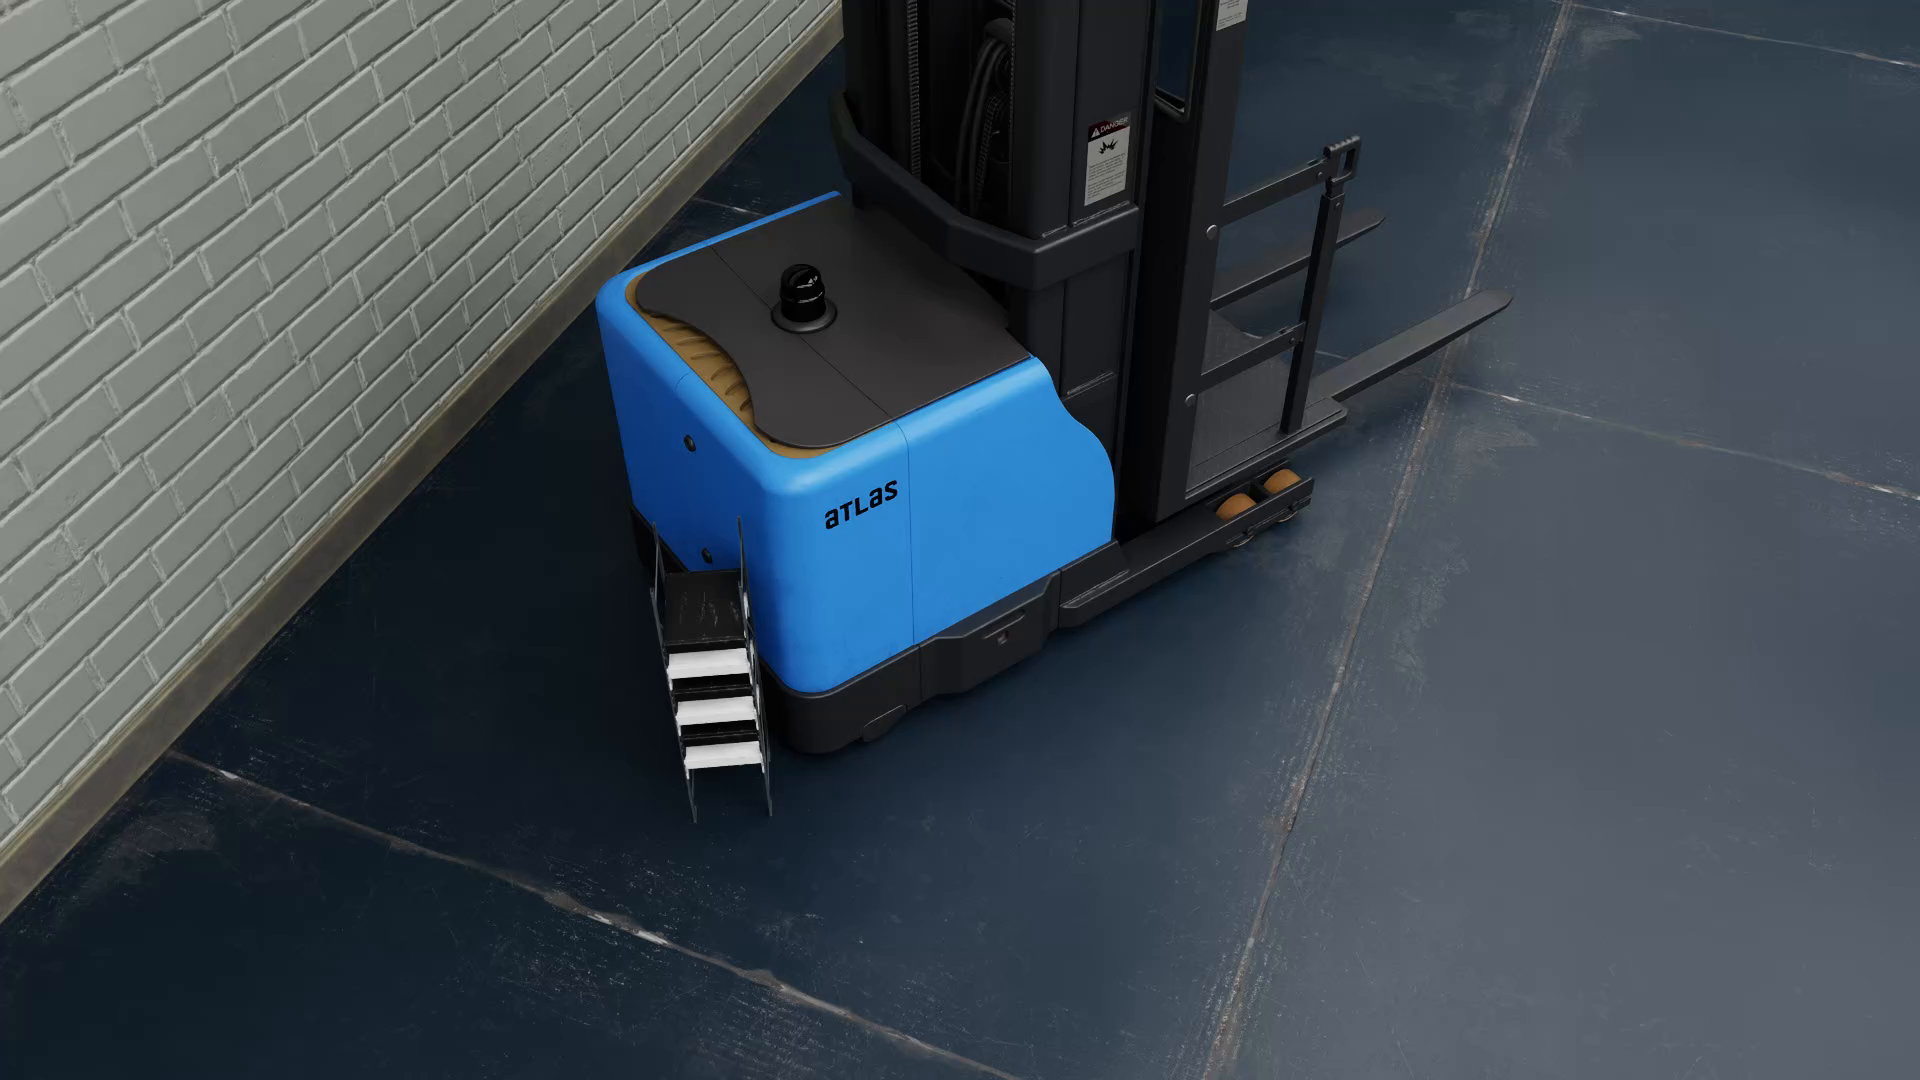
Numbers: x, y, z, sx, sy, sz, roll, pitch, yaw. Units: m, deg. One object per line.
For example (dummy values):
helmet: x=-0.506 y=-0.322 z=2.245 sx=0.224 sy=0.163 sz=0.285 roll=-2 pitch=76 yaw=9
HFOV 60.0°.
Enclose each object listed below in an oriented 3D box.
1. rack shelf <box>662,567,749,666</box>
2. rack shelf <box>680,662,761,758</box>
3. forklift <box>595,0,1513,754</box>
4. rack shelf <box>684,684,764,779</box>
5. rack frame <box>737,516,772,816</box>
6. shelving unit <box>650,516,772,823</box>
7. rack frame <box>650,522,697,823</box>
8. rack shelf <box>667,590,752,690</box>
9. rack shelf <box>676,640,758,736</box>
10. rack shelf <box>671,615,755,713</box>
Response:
rack shelf: x=-0.625 y=0.184 z=4.091 sx=0.200 sy=0.077 sz=0.258 roll=-4 pitch=45 yaw=-4
rack shelf: x=-0.625 y=0.439 z=4.345 sx=0.200 sy=0.077 sz=0.258 roll=-4 pitch=45 yaw=-4
forklift: x=0.505 y=-1.296 z=4.474 sx=3.031 sy=2.935 sz=1.130 roll=-27 pitch=51 yaw=-24
rack shelf: x=-0.625 y=0.503 z=4.409 sx=0.200 sy=0.077 sz=0.258 roll=-4 pitch=45 yaw=-4
rack frame: x=-0.524 y=0.345 z=4.266 sx=0.006 sy=0.900 sz=0.240 roll=-4 pitch=45 yaw=-4
shelving unit: x=-0.625 y=0.352 z=4.258 sx=0.210 sy=0.900 sz=0.258 roll=-4 pitch=45 yaw=-4
rack frame: x=-0.726 y=0.360 z=4.251 sx=0.006 sy=0.900 sz=0.240 roll=-4 pitch=45 yaw=-4
rack shelf: x=-0.625 y=0.248 z=4.155 sx=0.200 sy=0.077 sz=0.258 roll=-4 pitch=45 yaw=-4
rack shelf: x=-0.625 y=0.376 z=4.282 sx=0.200 sy=0.077 sz=0.258 roll=-4 pitch=45 yaw=-4
rack shelf: x=-0.625 y=0.312 z=4.218 sx=0.200 sy=0.077 sz=0.258 roll=-4 pitch=45 yaw=-4
